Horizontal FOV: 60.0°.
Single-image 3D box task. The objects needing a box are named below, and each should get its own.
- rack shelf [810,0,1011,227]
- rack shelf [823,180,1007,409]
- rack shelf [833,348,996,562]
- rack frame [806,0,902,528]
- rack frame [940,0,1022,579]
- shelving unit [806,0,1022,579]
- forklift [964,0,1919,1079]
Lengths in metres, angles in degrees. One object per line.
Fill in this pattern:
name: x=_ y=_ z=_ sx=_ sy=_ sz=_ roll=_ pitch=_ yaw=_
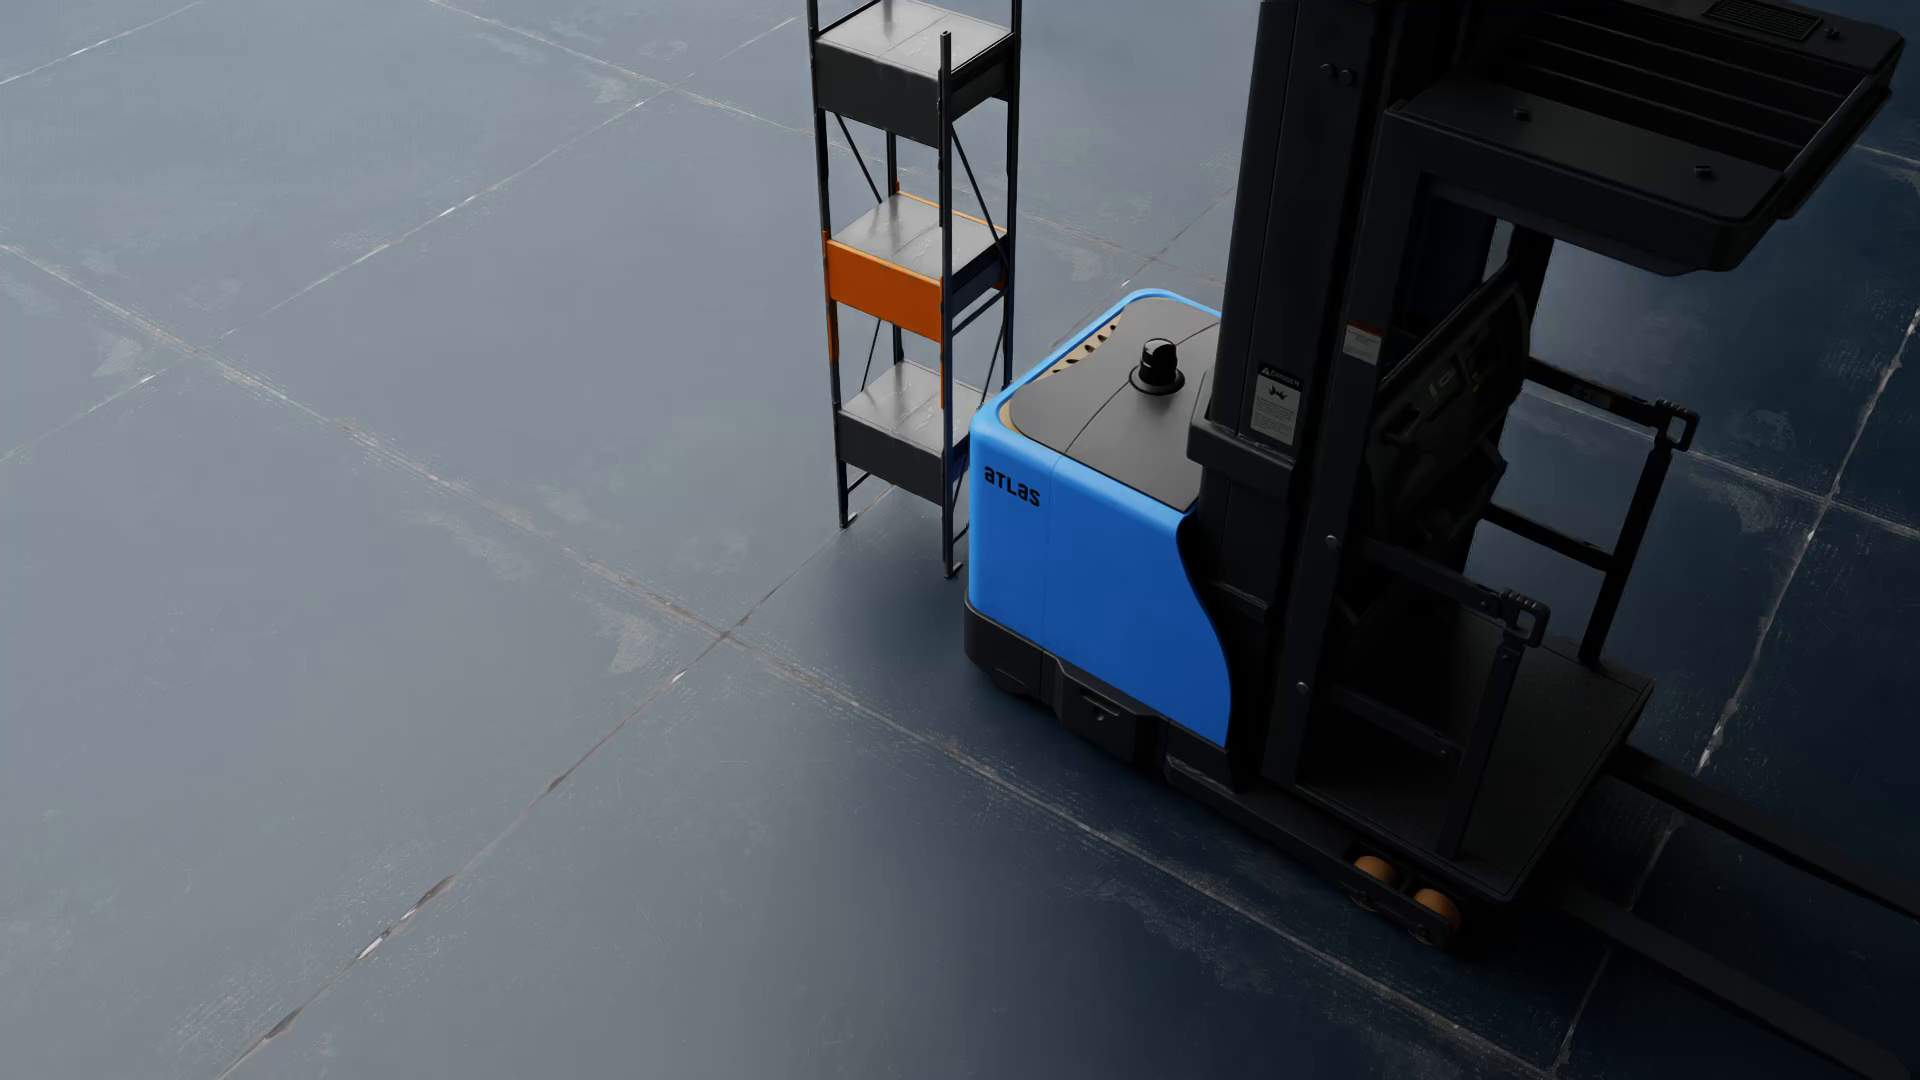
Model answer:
rack shelf: x=-0.135 y=-1.357 z=5.163 sx=0.480 sy=0.518 sz=0.431 roll=25 pitch=48 yaw=25
rack shelf: x=-0.135 y=-0.836 z=5.630 sx=0.480 sy=0.518 sz=0.431 roll=25 pitch=48 yaw=25
rack shelf: x=-0.136 y=-0.314 z=6.097 sx=0.480 sy=0.518 sz=0.431 roll=25 pitch=48 yaw=25
rack frame: x=-0.335 y=-0.939 z=5.725 sx=0.015 sy=2.100 sz=0.400 roll=25 pitch=48 yaw=25
rack frame: x=0.064 y=-0.752 z=5.516 sx=0.015 sy=2.100 sz=0.400 roll=25 pitch=48 yaw=25
shelving unit: x=-0.135 y=-0.846 z=5.621 sx=0.503 sy=2.100 sz=0.431 roll=25 pitch=48 yaw=25
forklift: x=1.480 y=-0.301 z=4.388 sx=3.031 sy=2.935 sz=1.130 roll=28 pitch=49 yaw=28
